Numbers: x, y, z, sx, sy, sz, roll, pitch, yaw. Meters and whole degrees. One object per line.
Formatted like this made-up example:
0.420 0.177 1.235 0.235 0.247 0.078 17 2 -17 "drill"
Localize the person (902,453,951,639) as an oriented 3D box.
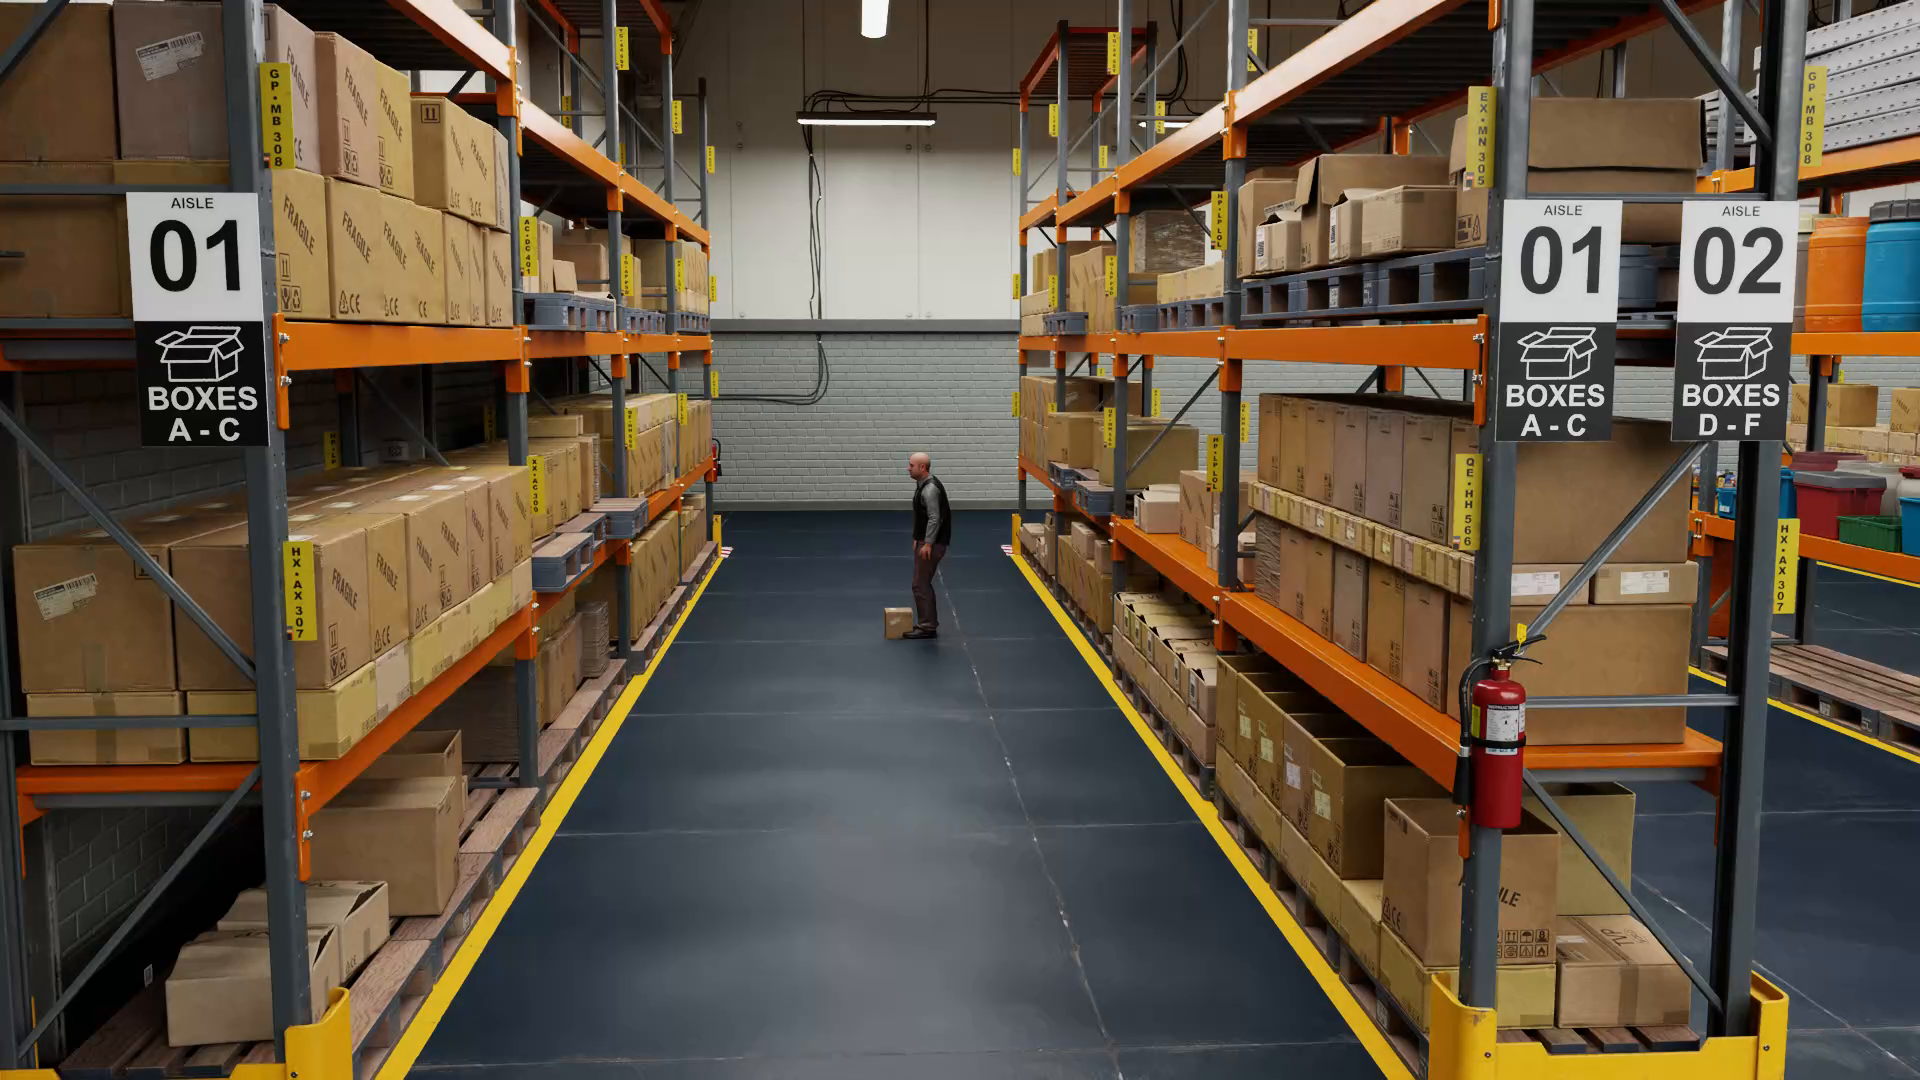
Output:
-0.319 0.044 15.472 0.470 1.721 0.594 -1 7 -7 "person"
